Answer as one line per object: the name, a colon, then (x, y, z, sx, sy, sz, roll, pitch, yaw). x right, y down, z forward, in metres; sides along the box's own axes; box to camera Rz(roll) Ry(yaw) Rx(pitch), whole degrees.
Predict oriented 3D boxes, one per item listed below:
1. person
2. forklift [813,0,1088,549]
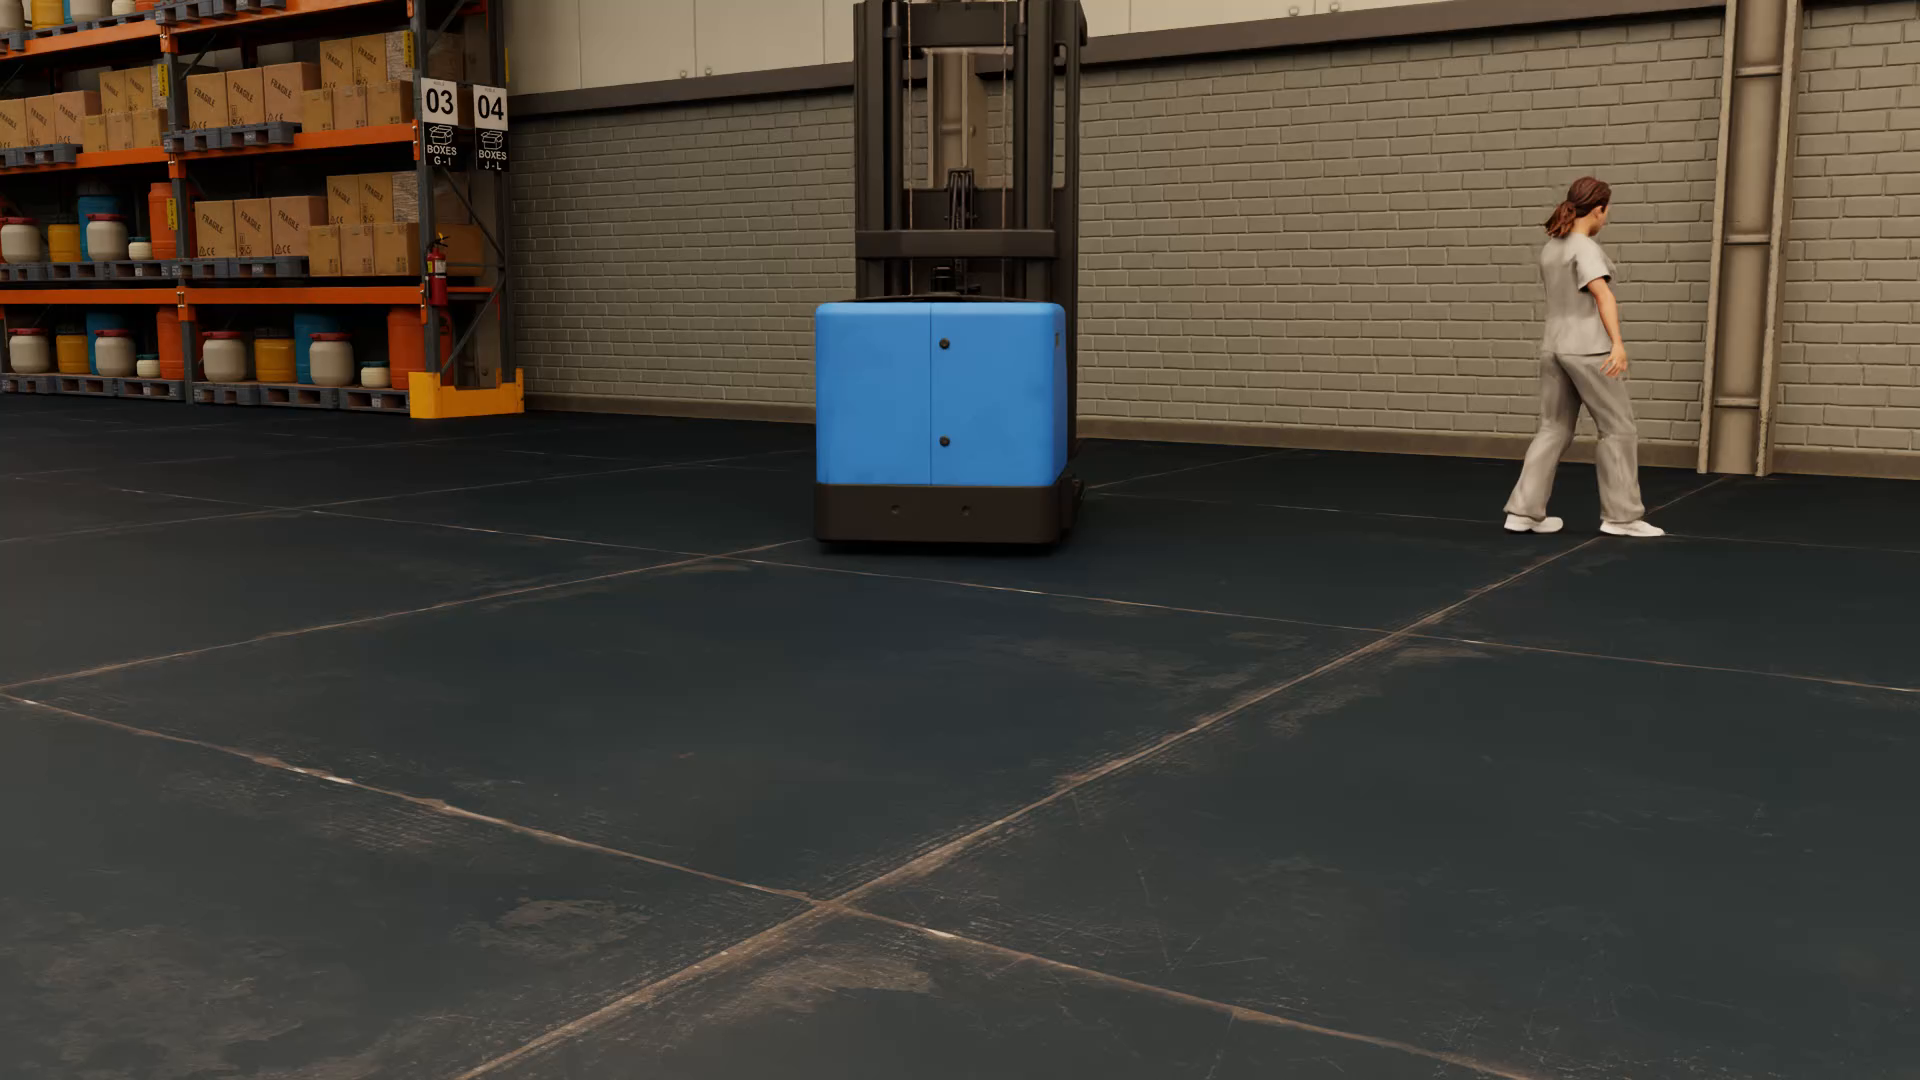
person: (2.929, -0.830, 7.671, 0.715, 1.663, 0.870, -2, 8, -13)
forklift: (0.063, -1.583, 8.328, 1.130, 2.935, 3.031, 1, 8, 7)
